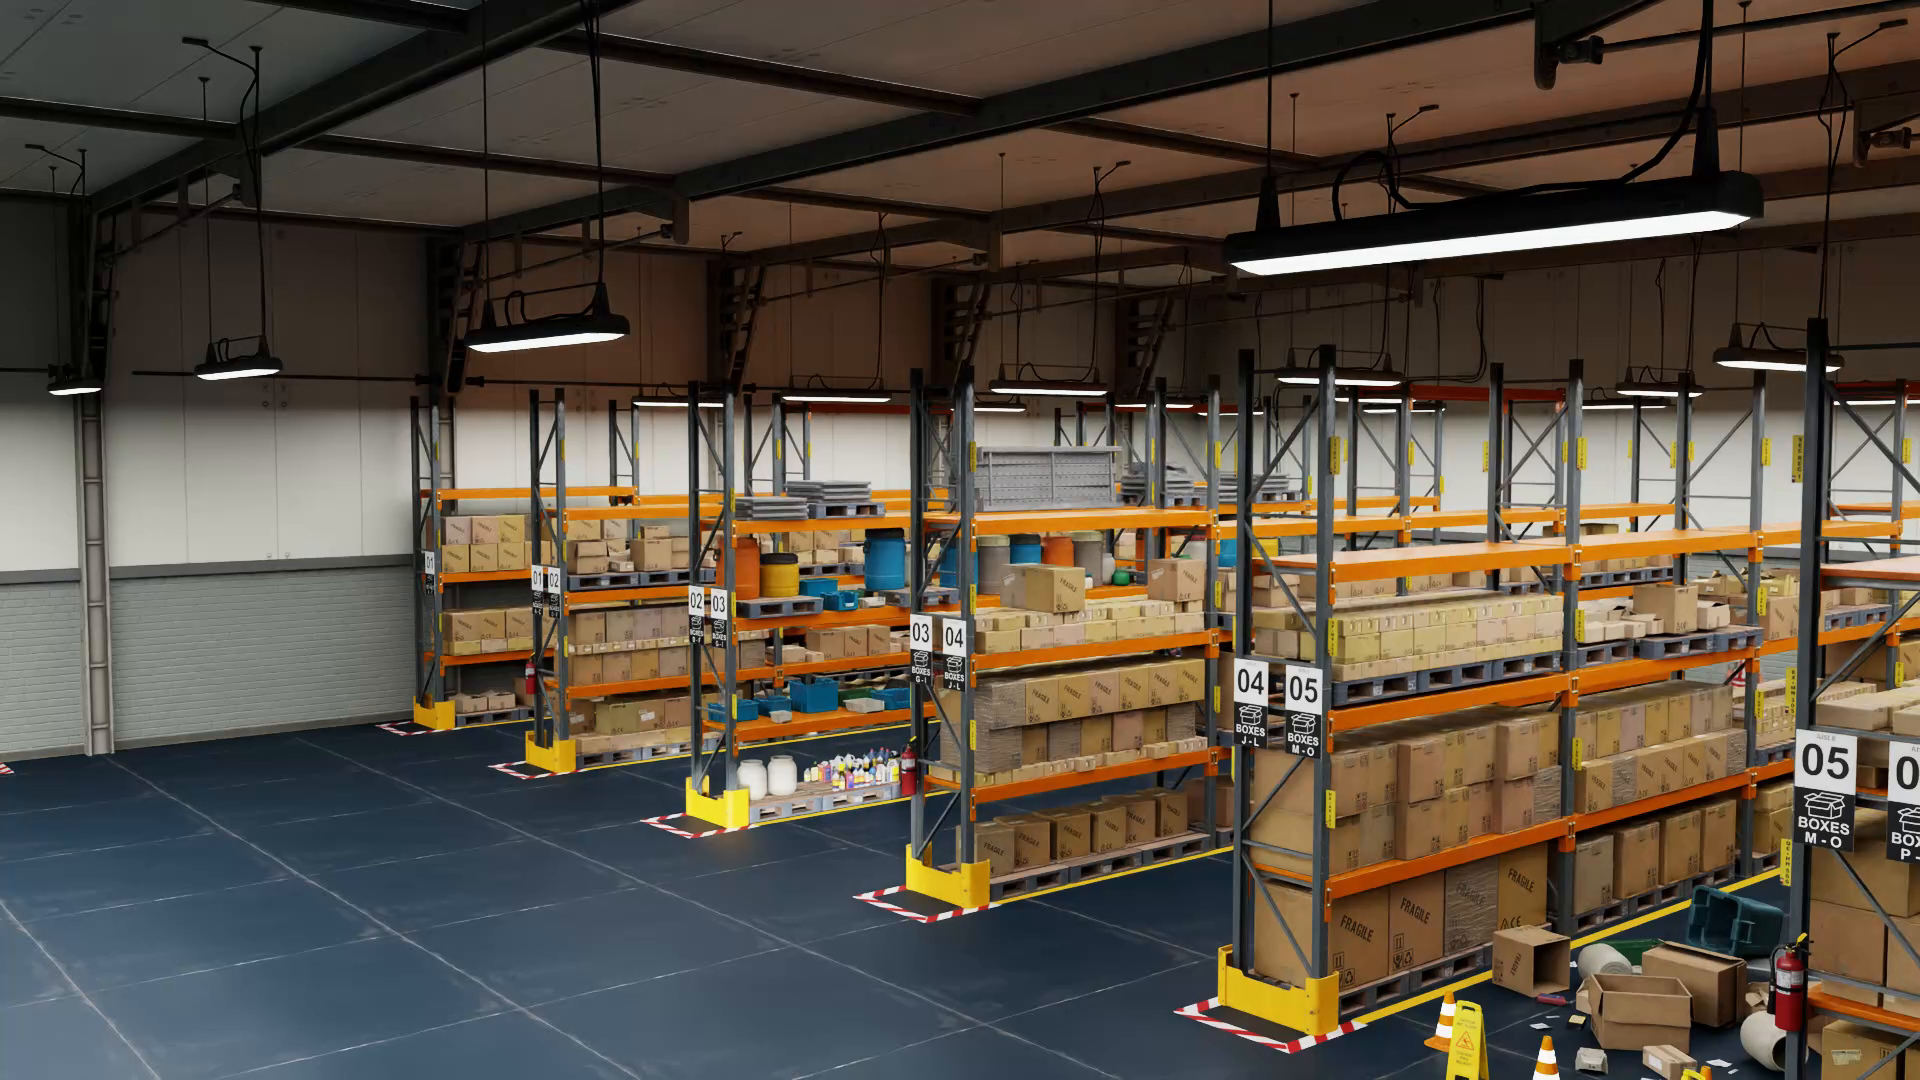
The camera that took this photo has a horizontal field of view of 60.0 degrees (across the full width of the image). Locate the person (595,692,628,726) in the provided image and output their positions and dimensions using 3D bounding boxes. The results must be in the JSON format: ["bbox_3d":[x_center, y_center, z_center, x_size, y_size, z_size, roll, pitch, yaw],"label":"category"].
[{"bbox_3d":[-6.169,2.501,30.044,0.599,1.727,1.059,1,4,19],"label":"person"}]

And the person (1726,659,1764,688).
[{"bbox_3d":[13.521,2.576,28.618,0.649,1.780,0.617,0,3,-2],"label":"person"}]
